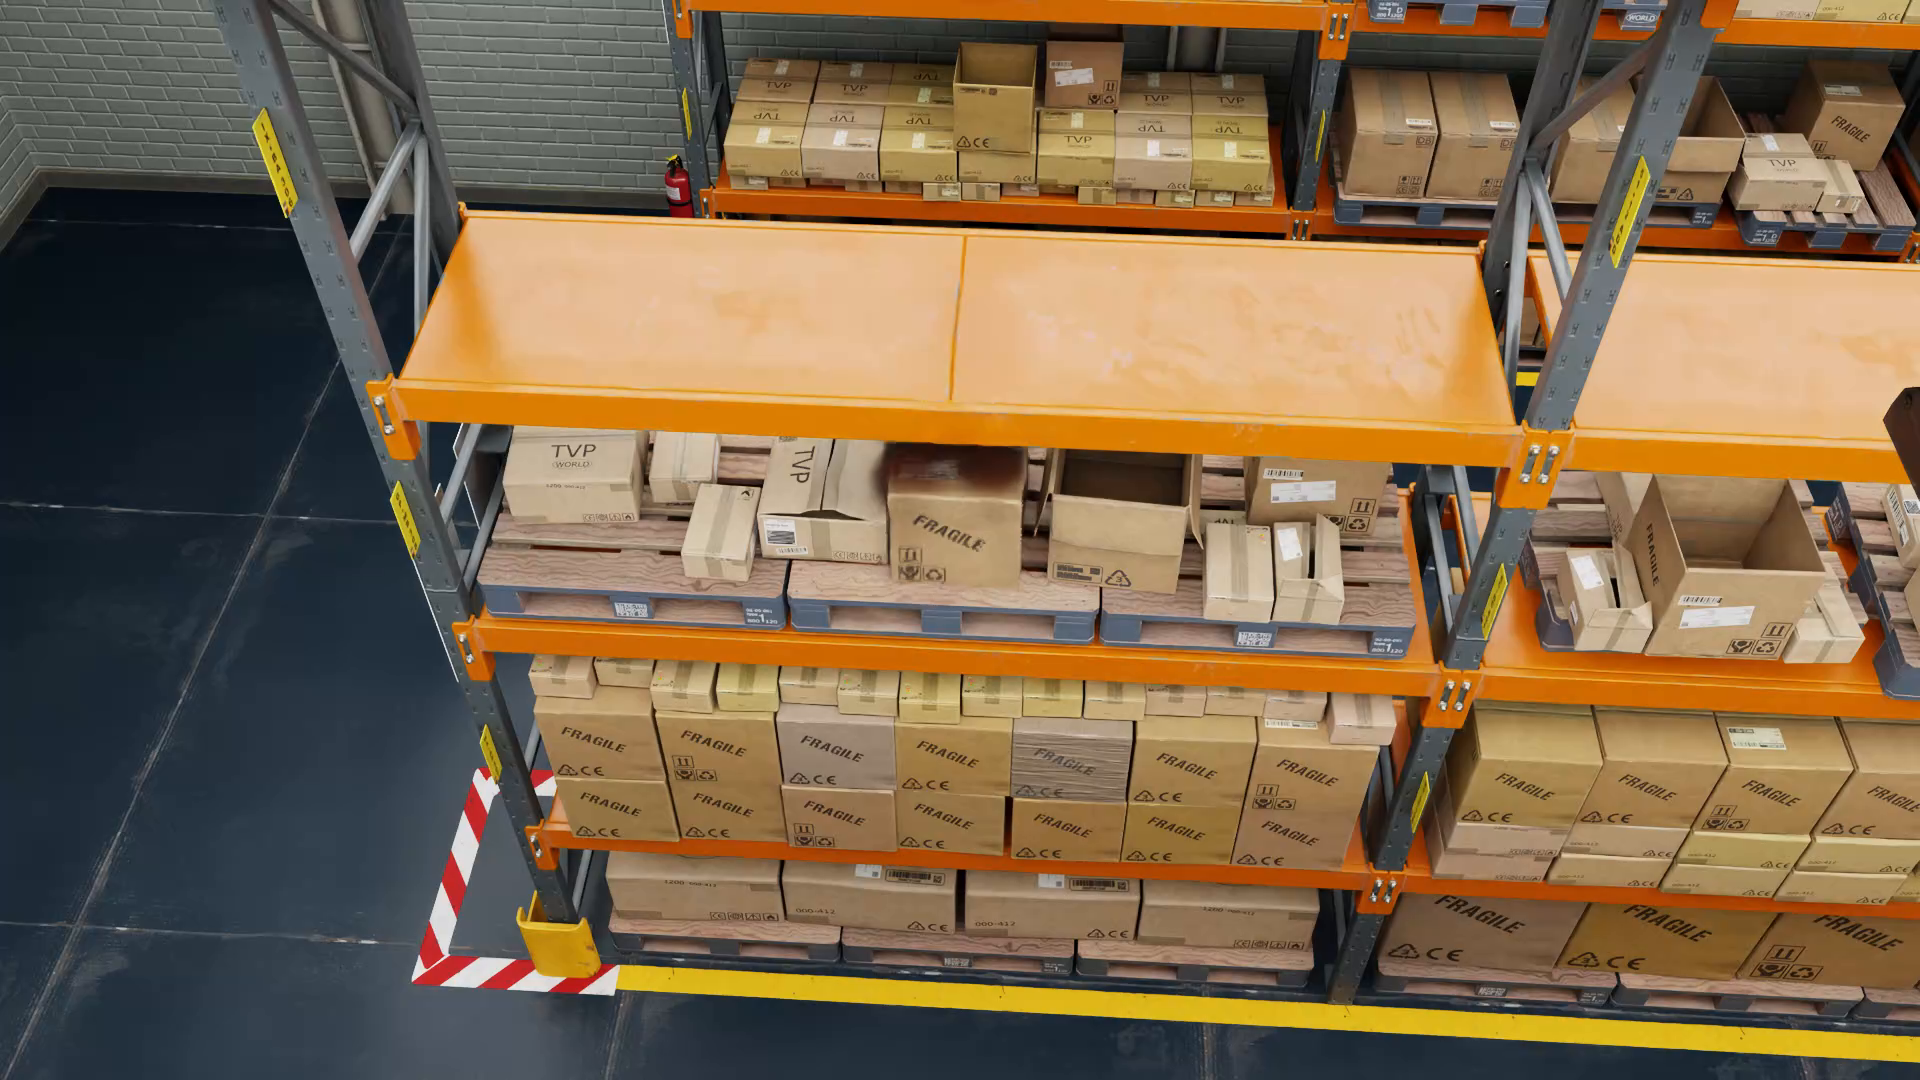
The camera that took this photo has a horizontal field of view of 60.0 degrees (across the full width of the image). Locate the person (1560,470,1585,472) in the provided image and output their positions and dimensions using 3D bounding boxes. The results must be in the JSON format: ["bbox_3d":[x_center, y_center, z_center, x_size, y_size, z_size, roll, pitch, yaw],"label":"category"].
[{"bbox_3d":[4.250,-1.004,10.487,0.629,1.719,0.406,2,48,2],"label":"person"}]
